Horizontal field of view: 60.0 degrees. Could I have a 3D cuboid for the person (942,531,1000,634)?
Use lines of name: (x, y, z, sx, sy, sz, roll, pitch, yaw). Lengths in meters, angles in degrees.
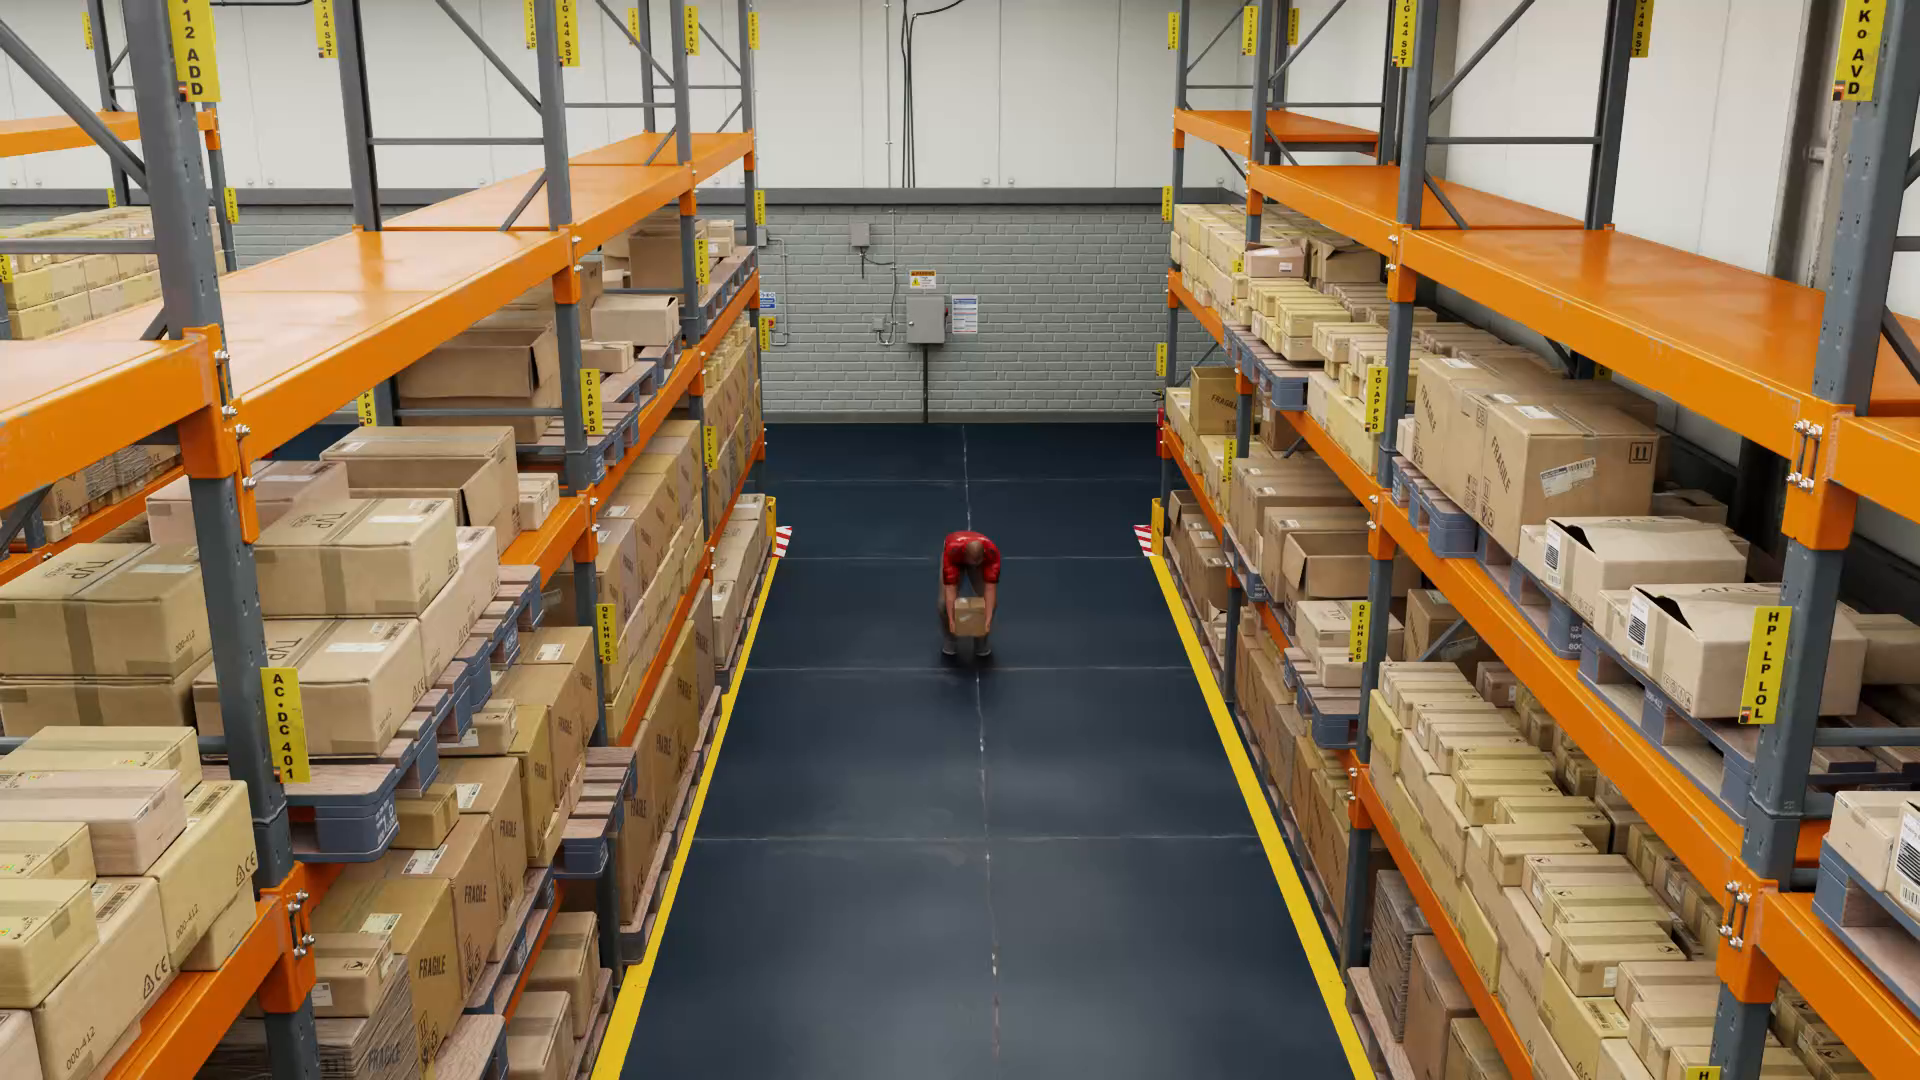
person: (0.088, 0.312, 13.635, 0.473, 0.820, 0.805, -1, 17, -3)
